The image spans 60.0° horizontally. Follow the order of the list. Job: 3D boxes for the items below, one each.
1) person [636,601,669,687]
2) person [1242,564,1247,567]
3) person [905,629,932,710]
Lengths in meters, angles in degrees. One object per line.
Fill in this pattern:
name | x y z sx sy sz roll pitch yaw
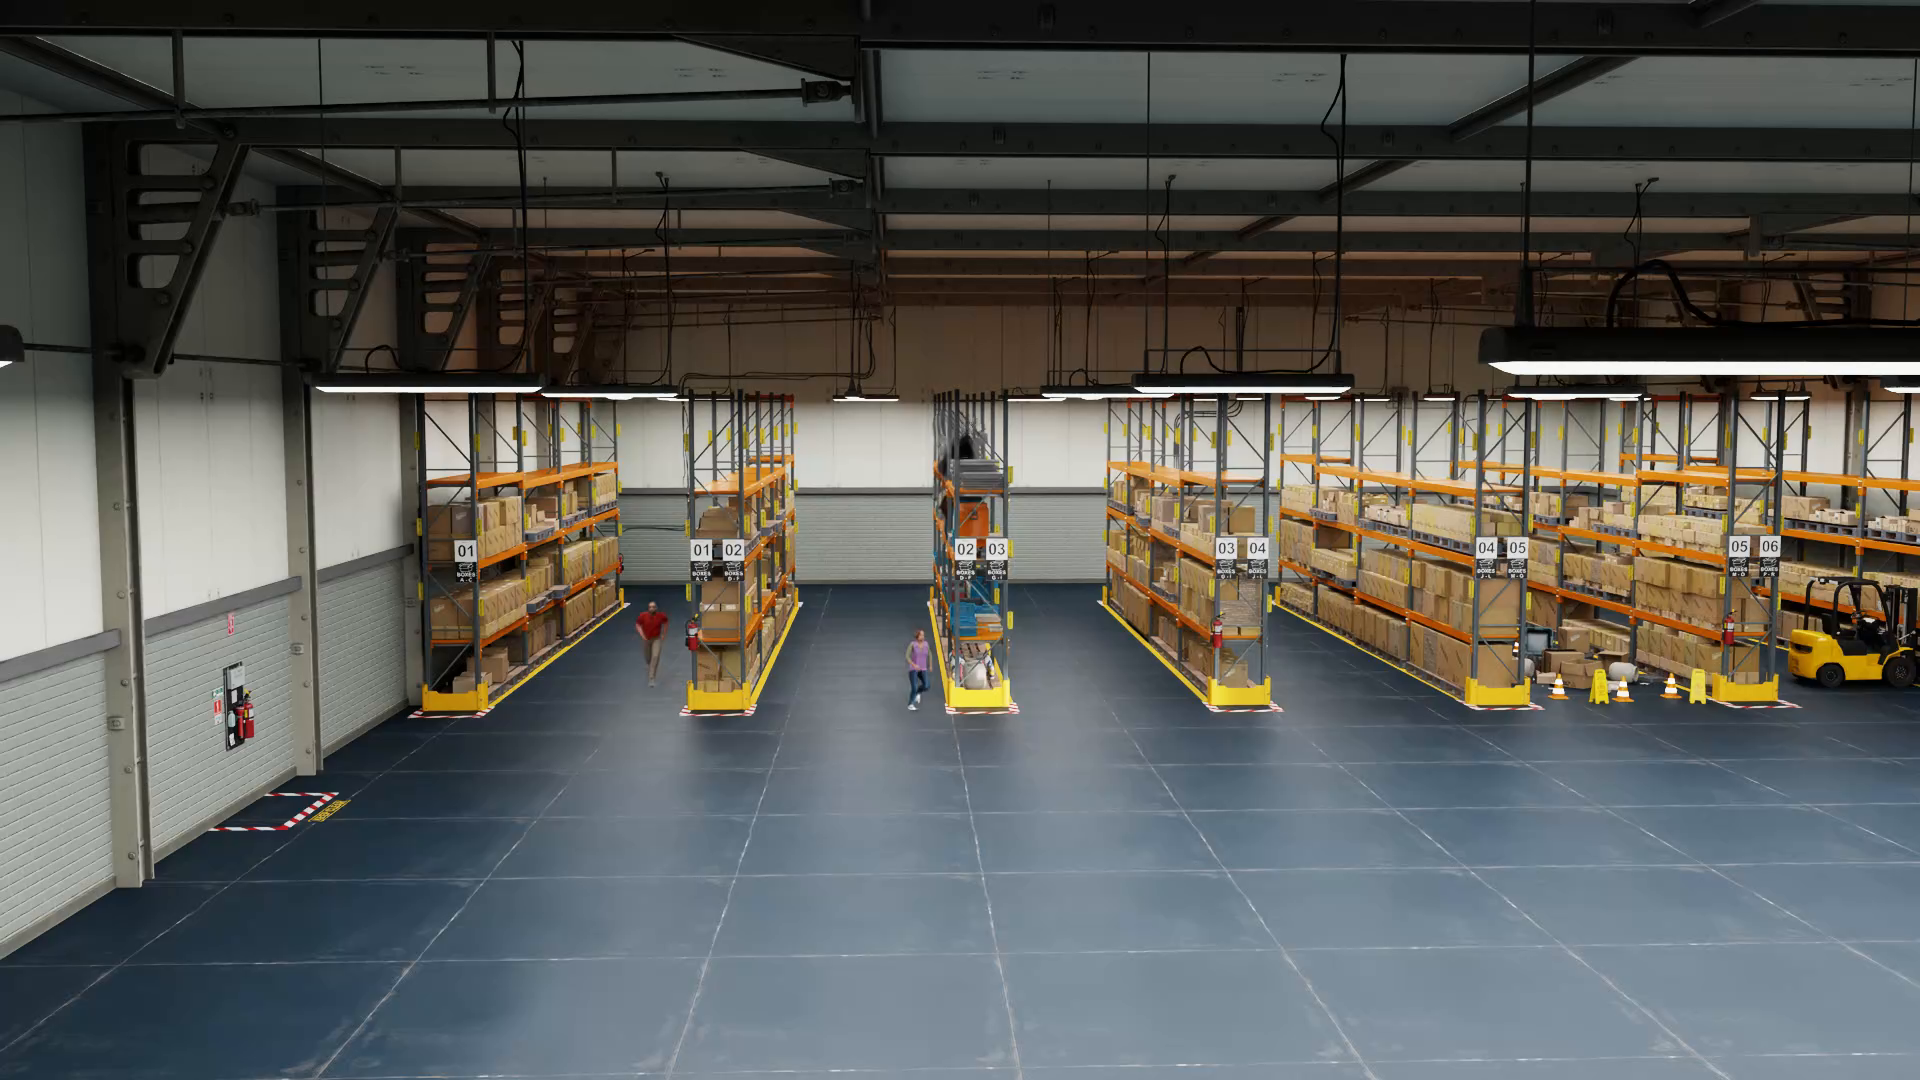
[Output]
person | -6.325 2.104 34.224 0.663 1.732 1.077 0 5 -4
person | 7.929 1.109 45.973 0.733 1.825 0.673 0 5 3
person | -0.747 2.419 31.025 0.593 1.515 0.522 -2 5 -24
